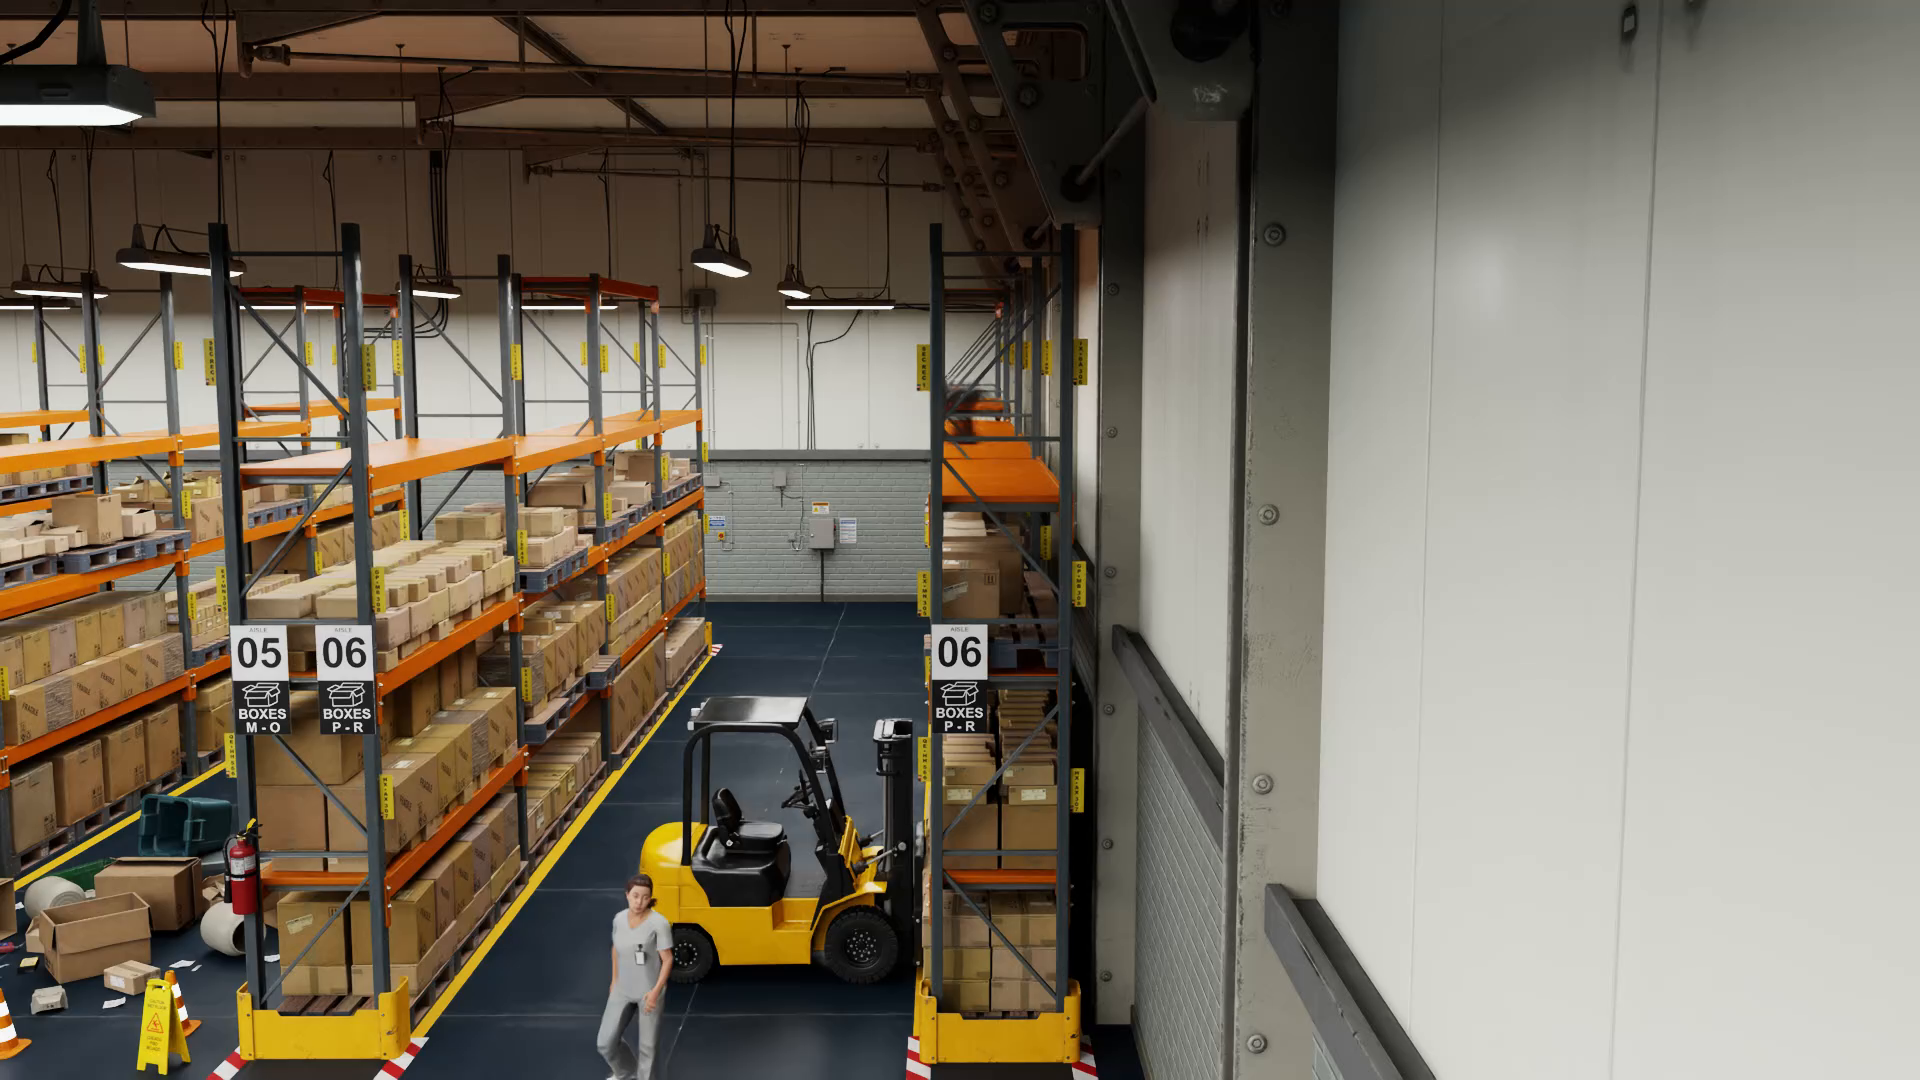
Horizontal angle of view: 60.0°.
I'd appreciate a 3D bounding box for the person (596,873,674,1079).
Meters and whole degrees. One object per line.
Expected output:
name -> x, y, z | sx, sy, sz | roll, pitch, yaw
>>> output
person -> -2.200, 3.056, 11.157 | 0.610, 1.661, 0.636 | 1, 7, 10
